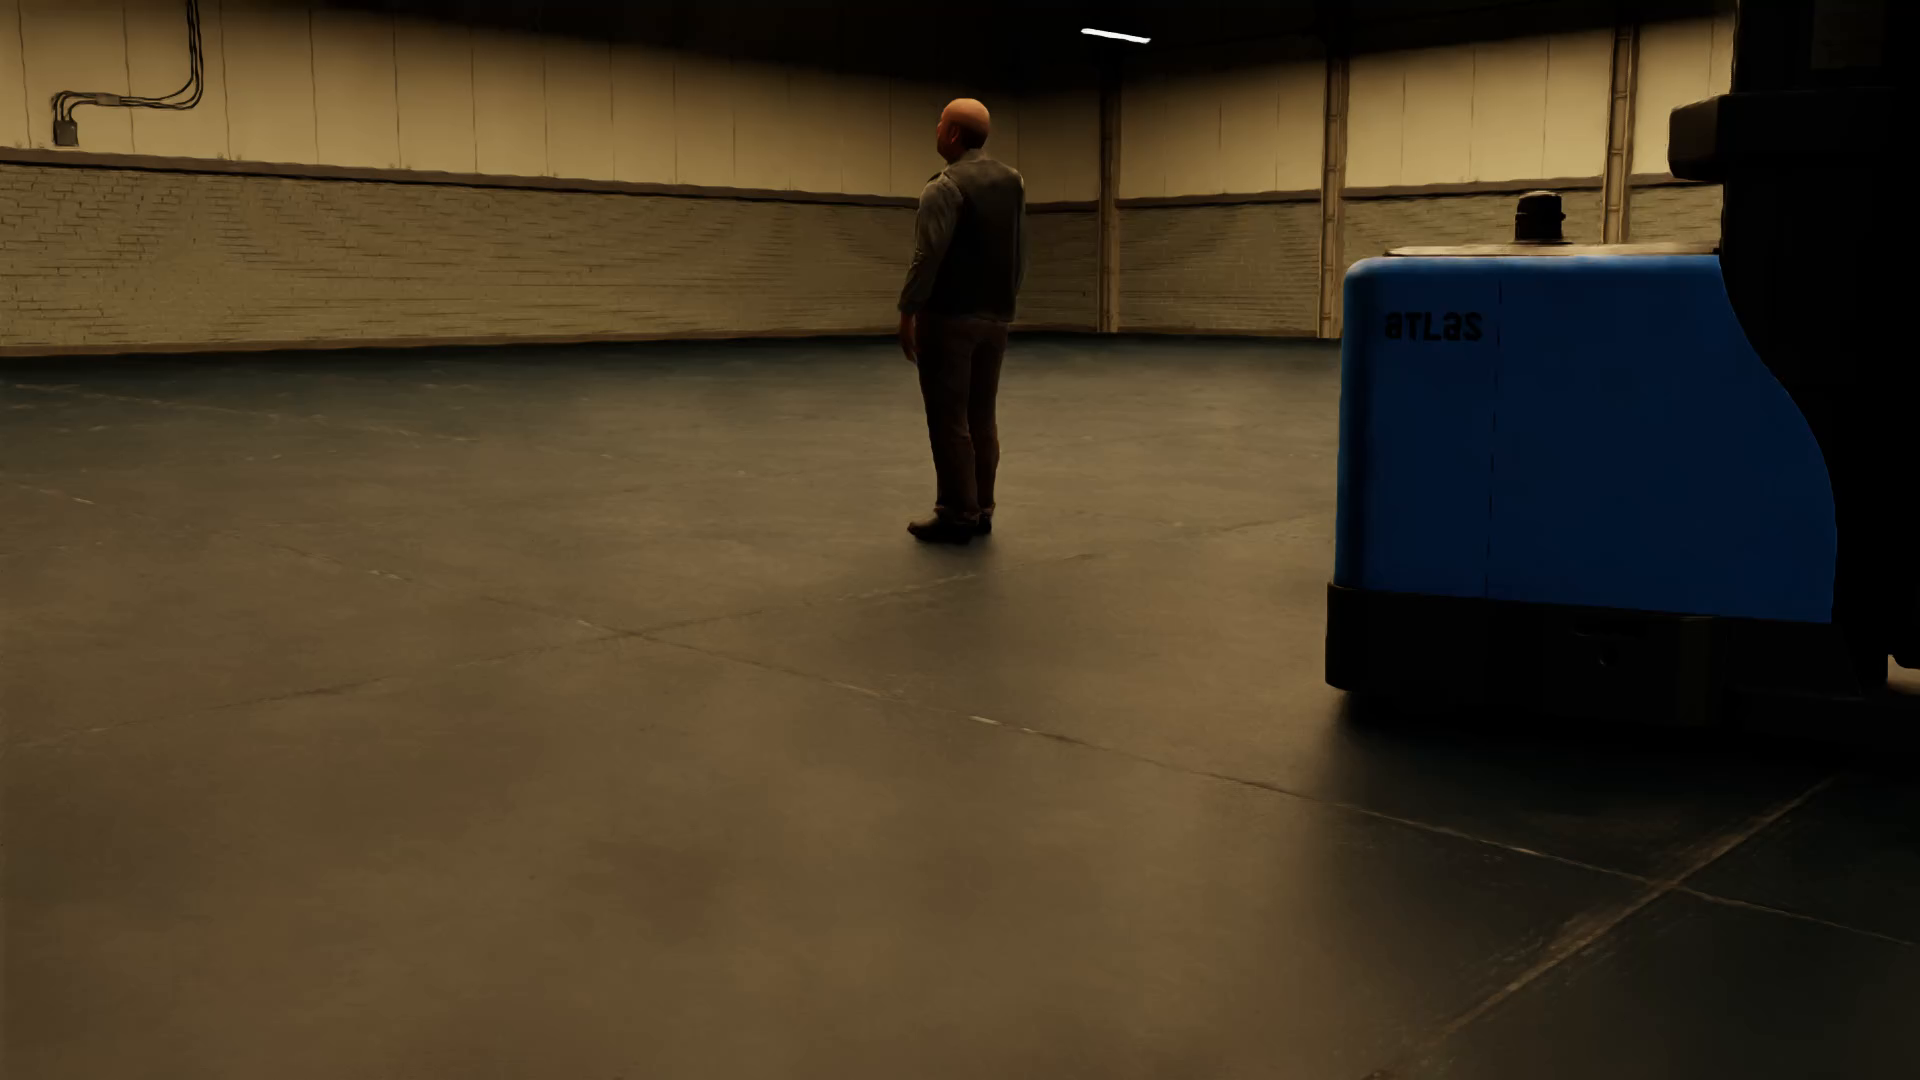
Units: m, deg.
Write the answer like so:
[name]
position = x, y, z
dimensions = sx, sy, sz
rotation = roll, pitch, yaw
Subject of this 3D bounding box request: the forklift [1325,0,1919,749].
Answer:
[forklift]
position = 2.437, -1.009, 3.574
dimensions = 3.031, 2.935, 1.130
rotation = 4, 9, 24

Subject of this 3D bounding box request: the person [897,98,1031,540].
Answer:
[person]
position = -0.039, -0.865, 6.637
dimensions = 0.567, 1.720, 0.632
rotation = 8, 12, 43
